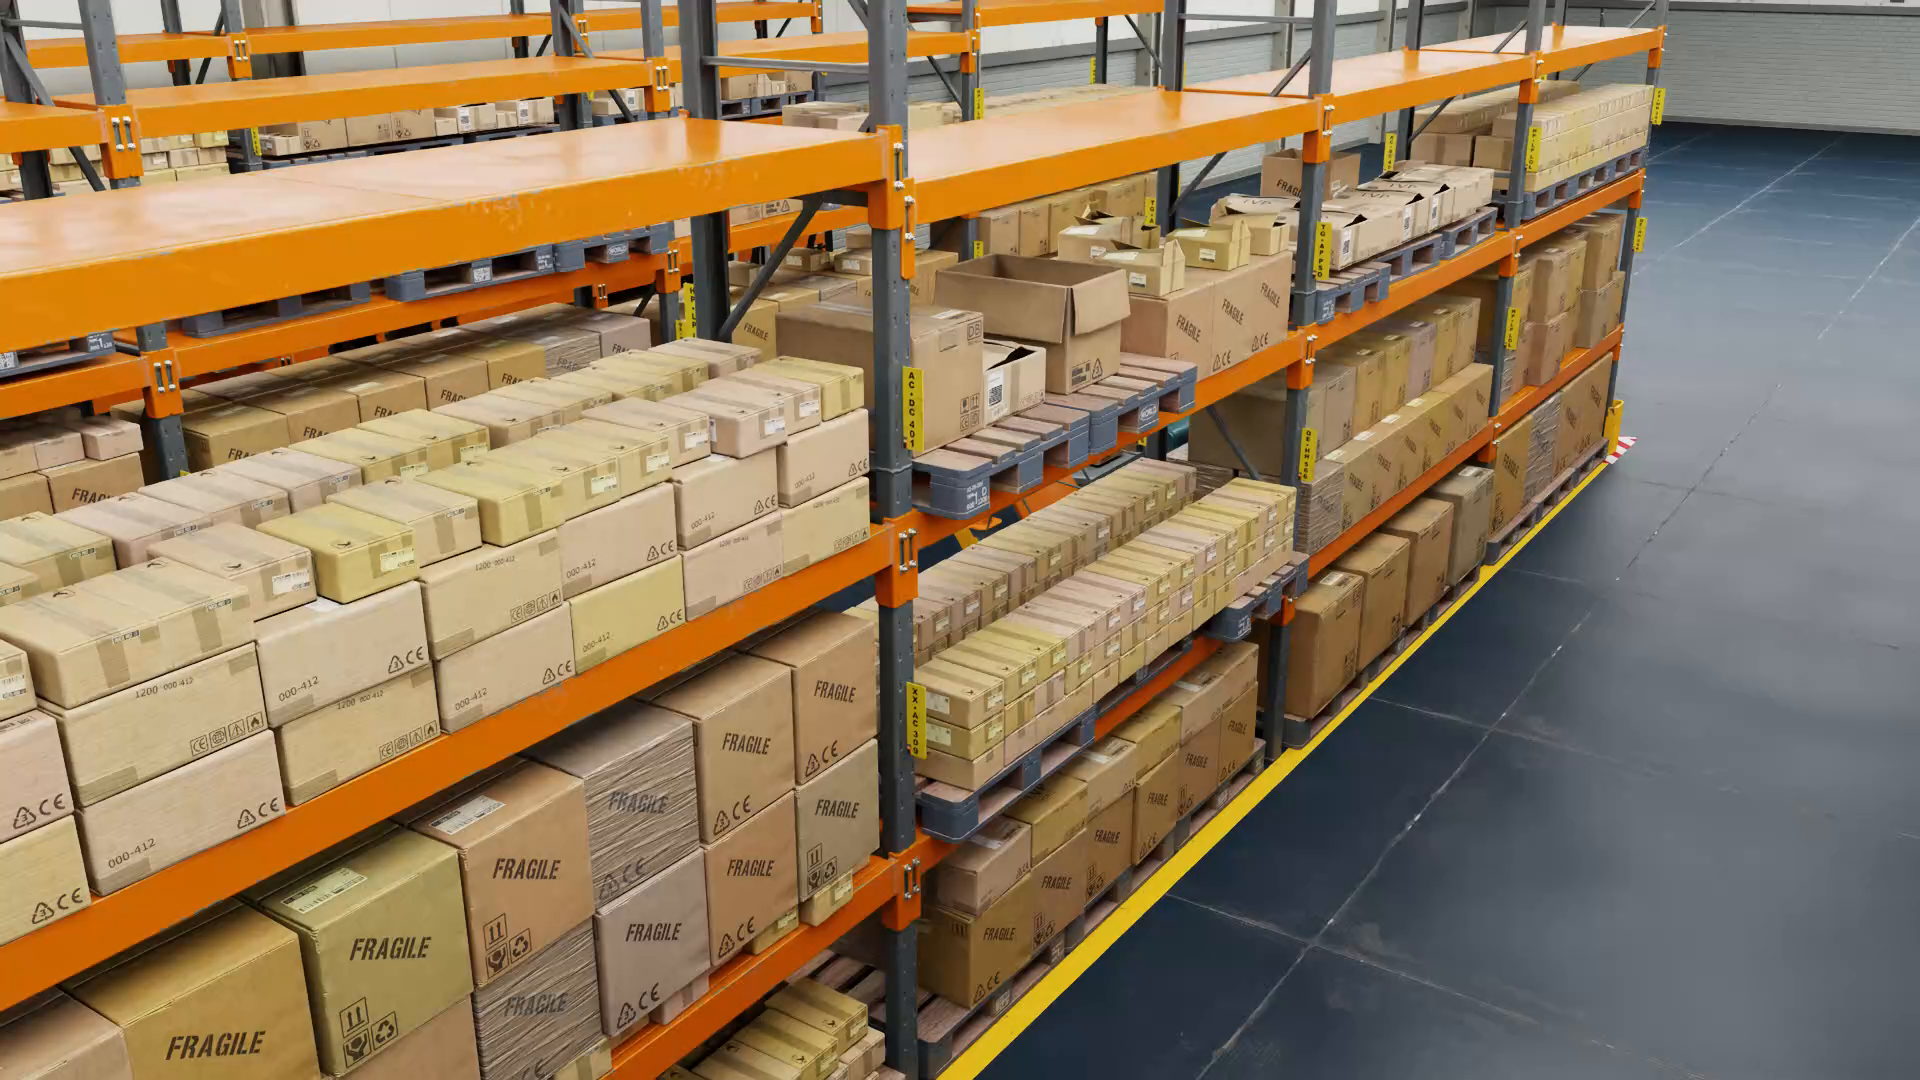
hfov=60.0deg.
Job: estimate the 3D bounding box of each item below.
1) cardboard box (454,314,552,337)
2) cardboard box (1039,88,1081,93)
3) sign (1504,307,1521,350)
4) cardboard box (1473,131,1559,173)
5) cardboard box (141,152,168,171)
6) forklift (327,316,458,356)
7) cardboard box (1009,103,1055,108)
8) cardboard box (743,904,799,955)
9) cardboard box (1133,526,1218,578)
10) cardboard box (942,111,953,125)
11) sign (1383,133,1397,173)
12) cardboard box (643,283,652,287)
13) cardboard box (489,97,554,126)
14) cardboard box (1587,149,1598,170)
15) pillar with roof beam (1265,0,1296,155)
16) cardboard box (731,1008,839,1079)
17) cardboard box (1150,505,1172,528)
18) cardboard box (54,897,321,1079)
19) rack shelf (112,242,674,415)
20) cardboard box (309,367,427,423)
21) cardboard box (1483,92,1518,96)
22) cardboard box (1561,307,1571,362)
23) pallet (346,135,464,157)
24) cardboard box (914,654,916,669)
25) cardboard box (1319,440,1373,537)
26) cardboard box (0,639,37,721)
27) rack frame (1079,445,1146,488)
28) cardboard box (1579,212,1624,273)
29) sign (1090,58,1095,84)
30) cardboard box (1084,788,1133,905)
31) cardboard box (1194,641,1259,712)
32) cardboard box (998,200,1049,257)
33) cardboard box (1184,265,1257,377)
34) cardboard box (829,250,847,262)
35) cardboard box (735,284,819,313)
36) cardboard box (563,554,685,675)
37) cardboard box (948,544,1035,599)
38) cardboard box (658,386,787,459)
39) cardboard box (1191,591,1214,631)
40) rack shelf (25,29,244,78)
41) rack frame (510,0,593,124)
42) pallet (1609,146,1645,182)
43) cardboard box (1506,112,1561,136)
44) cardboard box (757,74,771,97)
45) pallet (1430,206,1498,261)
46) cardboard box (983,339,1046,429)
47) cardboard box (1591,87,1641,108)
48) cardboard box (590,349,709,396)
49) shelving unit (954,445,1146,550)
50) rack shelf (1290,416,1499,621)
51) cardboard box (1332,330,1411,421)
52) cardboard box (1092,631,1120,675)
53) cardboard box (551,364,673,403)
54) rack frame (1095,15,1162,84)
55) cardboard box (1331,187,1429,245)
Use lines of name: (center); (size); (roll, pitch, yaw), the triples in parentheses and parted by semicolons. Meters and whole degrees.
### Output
cardboard box: (-3.288, -1.317, 12.064); (0.500, 0.500, 0.500); (13, 24, 32)
cardboard box: (1.069, -4.743, 17.800); (0.380, 0.149, 0.250); (13, 24, 32)
sign: (4.316, -1.654, 13.004); (0.100, 0.325, 0.005); (13, 24, 32)
cardboard box: (4.368, -3.056, 13.065); (0.500, 0.250, 0.500); (13, 24, 32)
cardboard box: (-6.975, -3.240, 14.166); (0.380, 0.149, 0.250); (14, 24, 33)
forklift: (-4.163, -1.176, 13.368); (1.130, 2.935, 3.031); (13, 24, 32)
cardboard box: (0.704, -4.182, 16.284); (0.380, 0.149, 0.250); (12, 24, 30)
cardboard box: (-0.856, 1.450, 6.530); (0.380, 0.149, 0.250); (14, 25, 34)
cardboard box: (1.139, 0.061, 8.823); (0.380, 0.149, 0.250); (13, 24, 32)
cardboard box: (-0.291, -3.984, 15.747); (0.380, 0.149, 0.250); (14, 24, 33)
sign: (3.402, -3.045, 13.137); (0.100, 0.325, 0.005); (13, 24, 32)
cardboard box: (-3.711, -3.000, 20.116); (0.500, 0.250, 0.500); (13, 24, 32)
cardboard box: (-4.601, -4.508, 17.330); (0.500, 0.311, 0.500); (12, 24, 30)
cardboard box: (5.203, -3.258, 14.186); (0.380, 0.149, 0.250); (14, 24, 33)
pillar with roof beam: (10.395, -11.416, 32.305); (9.100, 9.000, 0.400); (13, 24, 32)
cardboard box: (-0.731, 2.140, 6.951); (0.380, 0.149, 0.250); (14, 24, 32)
cardboard box: (1.025, -0.144, 9.806); (0.380, 0.149, 0.250); (15, 25, 34)
cardboard box: (-2.133, 1.314, 4.522); (0.500, 0.500, 0.500); (14, 25, 33)
rack shelf: (-3.661, -1.535, 10.952); (1.077, 0.370, 4.000); (13, 24, 32)
cardboard box: (-3.754, -0.772, 10.592); (0.500, 0.500, 0.500); (13, 24, 31)
cardboard box: (4.801, -3.834, 14.592); (0.380, 0.149, 0.250); (14, 24, 33)
cardboard box: (4.966, -1.895, 14.996); (0.875, 0.550, 0.500); (13, 24, 32)
pallet: (-5.711, -3.858, 16.468); (1.003, 0.211, 1.213); (15, 25, 34)
cardboard box: (-0.428, 0.598, 7.801); (0.380, 0.149, 0.250); (13, 24, 32)
cardboard box: (2.373, -0.372, 10.952); (0.500, 0.500, 0.500); (13, 24, 31)
cardboard box: (-2.355, 0.316, 3.831); (0.380, 0.149, 0.250); (14, 25, 34)
rack frame: (1.006, -0.686, 14.314); (1.500, 0.500, 0.032); (-29, 1, 37)
cardboard box: (5.870, -2.876, 16.092); (0.875, 0.550, 0.550); (13, 24, 32)
sign: (1.511, -5.257, 18.718); (0.100, 0.325, 0.005); (13, 24, 32)
cardboard box: (0.579, 1.555, 8.883); (0.500, 0.500, 0.500); (14, 24, 33)
cardboard box: (1.446, 0.768, 9.929); (0.500, 0.250, 0.500); (13, 24, 31)
cardboard box: (0.443, -3.069, 16.370); (0.700, 0.500, 0.500); (13, 24, 32)
cardboard box: (1.232, -1.197, 8.858); (0.500, 0.500, 0.500); (13, 24, 32)
cardboard box: (-1.070, -2.348, 15.258); (0.500, 0.500, 0.500); (13, 24, 32)
cardboard box: (-1.513, -1.811, 13.807); (0.500, 0.500, 0.500); (14, 24, 33)
cardboard box: (-1.263, 0.188, 5.472); (0.500, 0.250, 0.500); (13, 24, 31)
cardboard box: (0.162, 0.159, 8.557); (0.380, 0.149, 0.250); (12, 23, 29)
cardboard box: (-0.827, -0.414, 5.805); (0.380, 0.149, 0.250); (13, 24, 32)
cardboard box: (1.138, 0.342, 8.920); (0.380, 0.149, 0.250); (12, 23, 29)
rack shelf: (-7.769, -3.721, 13.115); (1.077, 0.370, 4.000); (13, 24, 32)
rack frame: (-4.396, -5.968, 17.575); (1.000, 3.000, 0.127); (13, 24, 32)
pallet: (5.702, -3.549, 15.487); (1.003, 0.211, 1.213); (13, 24, 32)
cardboard box: (4.490, -3.269, 13.066); (0.380, 0.149, 0.250); (13, 24, 31)
cardboard box: (-2.505, -5.520, 20.131); (0.396, 0.266, 0.258); (13, 24, 32)
pallet: (3.387, -2.295, 12.245); (0.805, 0.209, 1.217); (12, 24, 30)
cardboard box: (0.033, -0.729, 7.259); (0.500, 0.311, 0.500); (13, 24, 31)
cardboard box: (5.916, -3.997, 15.035); (0.380, 0.149, 0.250); (14, 24, 33)
cardboard box: (-1.180, -0.605, 6.323); (0.380, 0.149, 0.250); (12, 24, 30)
shelving unit: (0.739, -0.529, 13.899); (1.500, 0.587, 1.083); (-29, 1, 37)
rack shelf: (2.738, -0.339, 12.043); (1.077, 0.370, 4.000); (13, 24, 32)
cardboard box: (2.731, -1.185, 11.708); (0.700, 0.500, 0.500); (13, 24, 31)
cardboard box: (0.551, 0.501, 8.061); (0.380, 0.149, 0.250); (14, 25, 34)
cardboard box: (-1.274, -0.522, 6.098); (0.380, 0.149, 0.250); (13, 24, 31)
rack frame: (1.960, -6.148, 18.063); (1.000, 3.000, 0.127); (13, 24, 32)
cardboard box: (2.773, -2.168, 11.004); (0.500, 0.311, 0.500); (13, 24, 31)
